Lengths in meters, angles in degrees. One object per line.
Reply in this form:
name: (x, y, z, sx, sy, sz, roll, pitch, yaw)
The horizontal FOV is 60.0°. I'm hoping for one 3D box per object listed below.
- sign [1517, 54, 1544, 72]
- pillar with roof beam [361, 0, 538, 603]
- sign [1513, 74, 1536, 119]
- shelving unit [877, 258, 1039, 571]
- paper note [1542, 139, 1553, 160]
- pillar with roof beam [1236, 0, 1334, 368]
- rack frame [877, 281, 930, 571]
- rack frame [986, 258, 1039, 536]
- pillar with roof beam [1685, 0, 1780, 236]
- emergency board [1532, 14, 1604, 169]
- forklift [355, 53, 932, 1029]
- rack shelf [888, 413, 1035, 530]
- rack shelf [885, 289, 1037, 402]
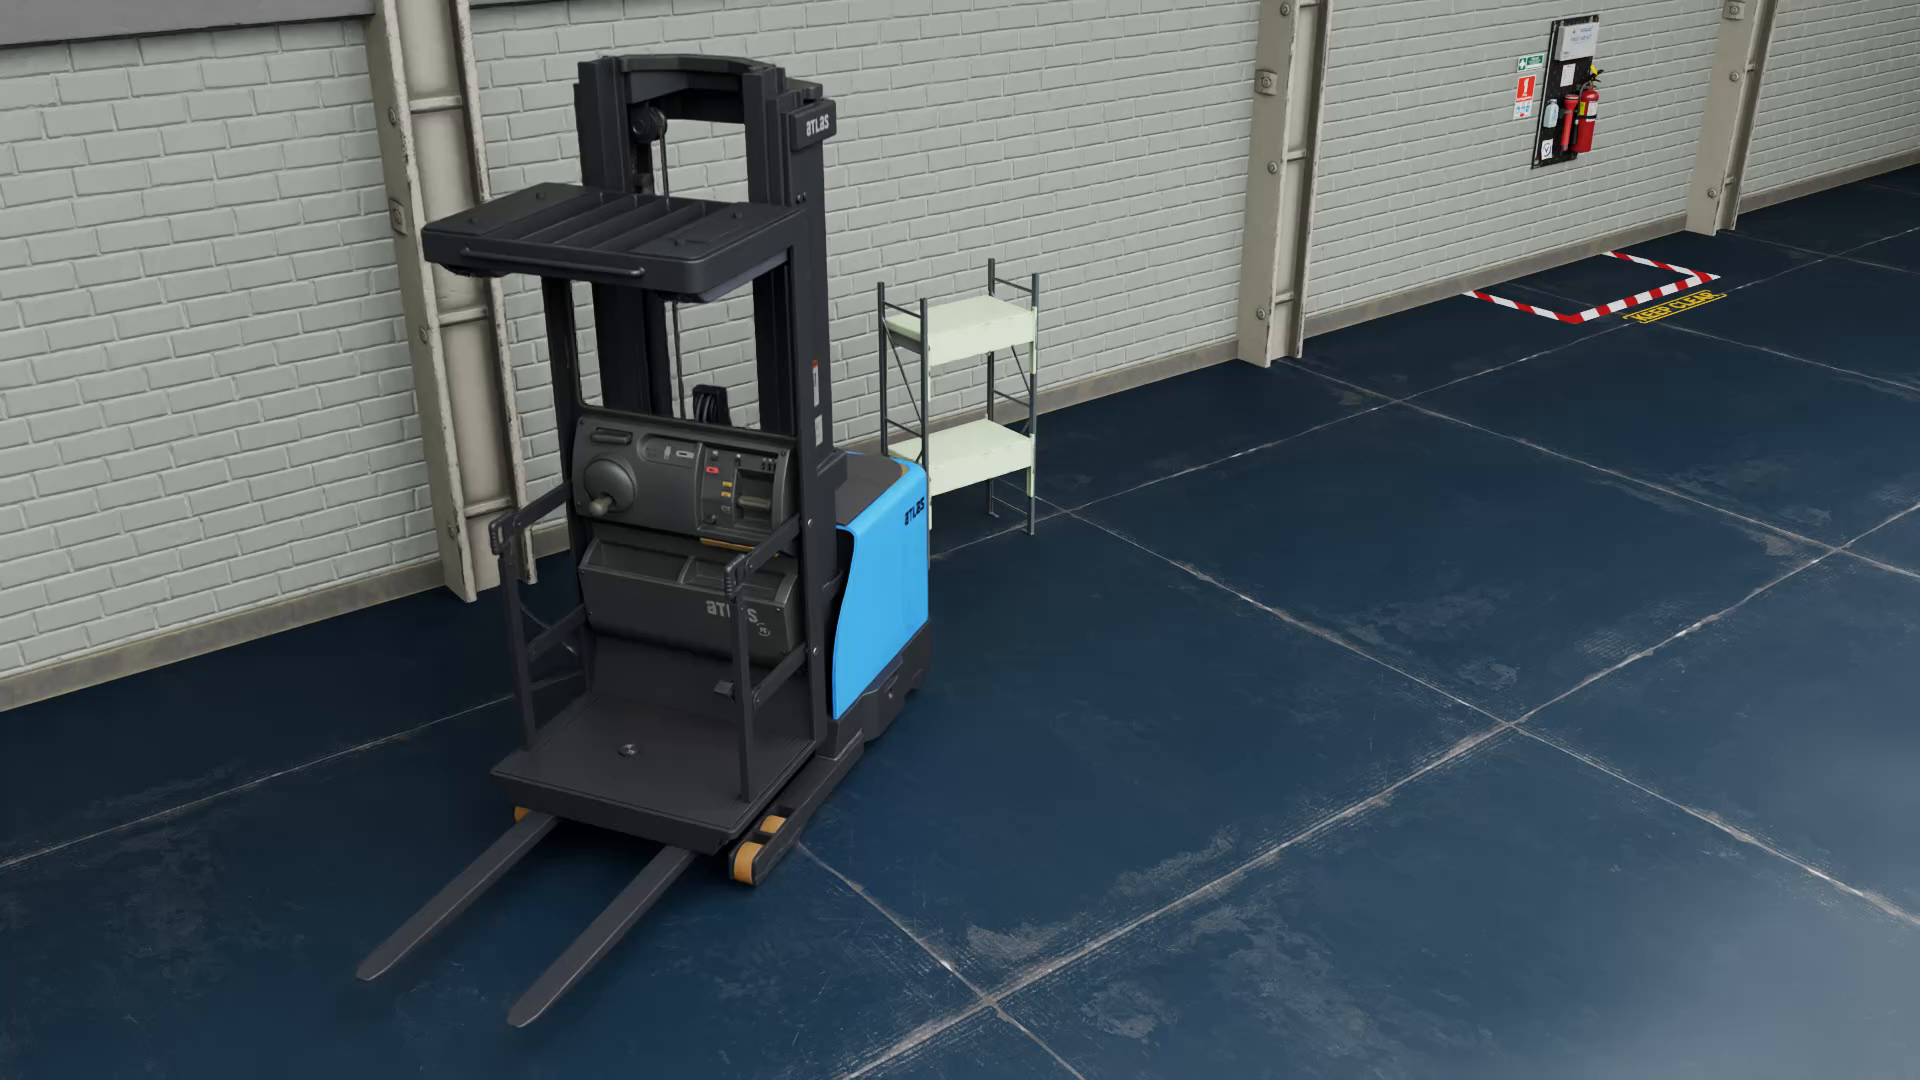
sign: (4.510, -3.772, 13.142, 0.331, 0.109, 0.001, -18, 31, -34)
pillar with roof beam: (0.181, -2.433, 3.804, 0.400, 9.000, 9.100, -18, 31, -34)
sign: (4.501, -3.533, 13.257, 0.234, 0.329, 0.001, -18, 31, -34)
shelving unit: (-0.005, -0.679, 8.931, 0.755, 1.500, 0.431, -18, 31, -34)
paper note: (4.818, -3.204, 13.636, 0.142, 0.148, 0.016, -18, 31, -34)
pillar with roof beam: (4.903, -3.992, 7.162, 0.400, 9.000, 9.100, -18, 31, -34)
rack frame: (-0.293, -0.583, 8.726, 0.023, 1.500, 0.400, -18, 31, -34)
rack frame: (0.283, -0.774, 9.135, 0.023, 1.500, 0.400, -18, 31, -34)
pillar with roof beam: (9.624, -5.551, 10.520, 0.400, 9.000, 9.100, -18, 31, -34)
emergency board: (5.000, -3.626, 13.500, 0.643, 1.169, 0.194, -18, 31, -34)
forklift: (-1.155, -0.203, 6.206, 1.130, 2.935, 3.031, 10, 27, 20)
rack shelf: (-0.005, -0.383, 9.068, 0.720, 0.370, 0.431, -18, 31, -34)
rack shelf: (-0.005, -1.033, 8.766, 0.720, 0.370, 0.431, -18, 31, -34)
